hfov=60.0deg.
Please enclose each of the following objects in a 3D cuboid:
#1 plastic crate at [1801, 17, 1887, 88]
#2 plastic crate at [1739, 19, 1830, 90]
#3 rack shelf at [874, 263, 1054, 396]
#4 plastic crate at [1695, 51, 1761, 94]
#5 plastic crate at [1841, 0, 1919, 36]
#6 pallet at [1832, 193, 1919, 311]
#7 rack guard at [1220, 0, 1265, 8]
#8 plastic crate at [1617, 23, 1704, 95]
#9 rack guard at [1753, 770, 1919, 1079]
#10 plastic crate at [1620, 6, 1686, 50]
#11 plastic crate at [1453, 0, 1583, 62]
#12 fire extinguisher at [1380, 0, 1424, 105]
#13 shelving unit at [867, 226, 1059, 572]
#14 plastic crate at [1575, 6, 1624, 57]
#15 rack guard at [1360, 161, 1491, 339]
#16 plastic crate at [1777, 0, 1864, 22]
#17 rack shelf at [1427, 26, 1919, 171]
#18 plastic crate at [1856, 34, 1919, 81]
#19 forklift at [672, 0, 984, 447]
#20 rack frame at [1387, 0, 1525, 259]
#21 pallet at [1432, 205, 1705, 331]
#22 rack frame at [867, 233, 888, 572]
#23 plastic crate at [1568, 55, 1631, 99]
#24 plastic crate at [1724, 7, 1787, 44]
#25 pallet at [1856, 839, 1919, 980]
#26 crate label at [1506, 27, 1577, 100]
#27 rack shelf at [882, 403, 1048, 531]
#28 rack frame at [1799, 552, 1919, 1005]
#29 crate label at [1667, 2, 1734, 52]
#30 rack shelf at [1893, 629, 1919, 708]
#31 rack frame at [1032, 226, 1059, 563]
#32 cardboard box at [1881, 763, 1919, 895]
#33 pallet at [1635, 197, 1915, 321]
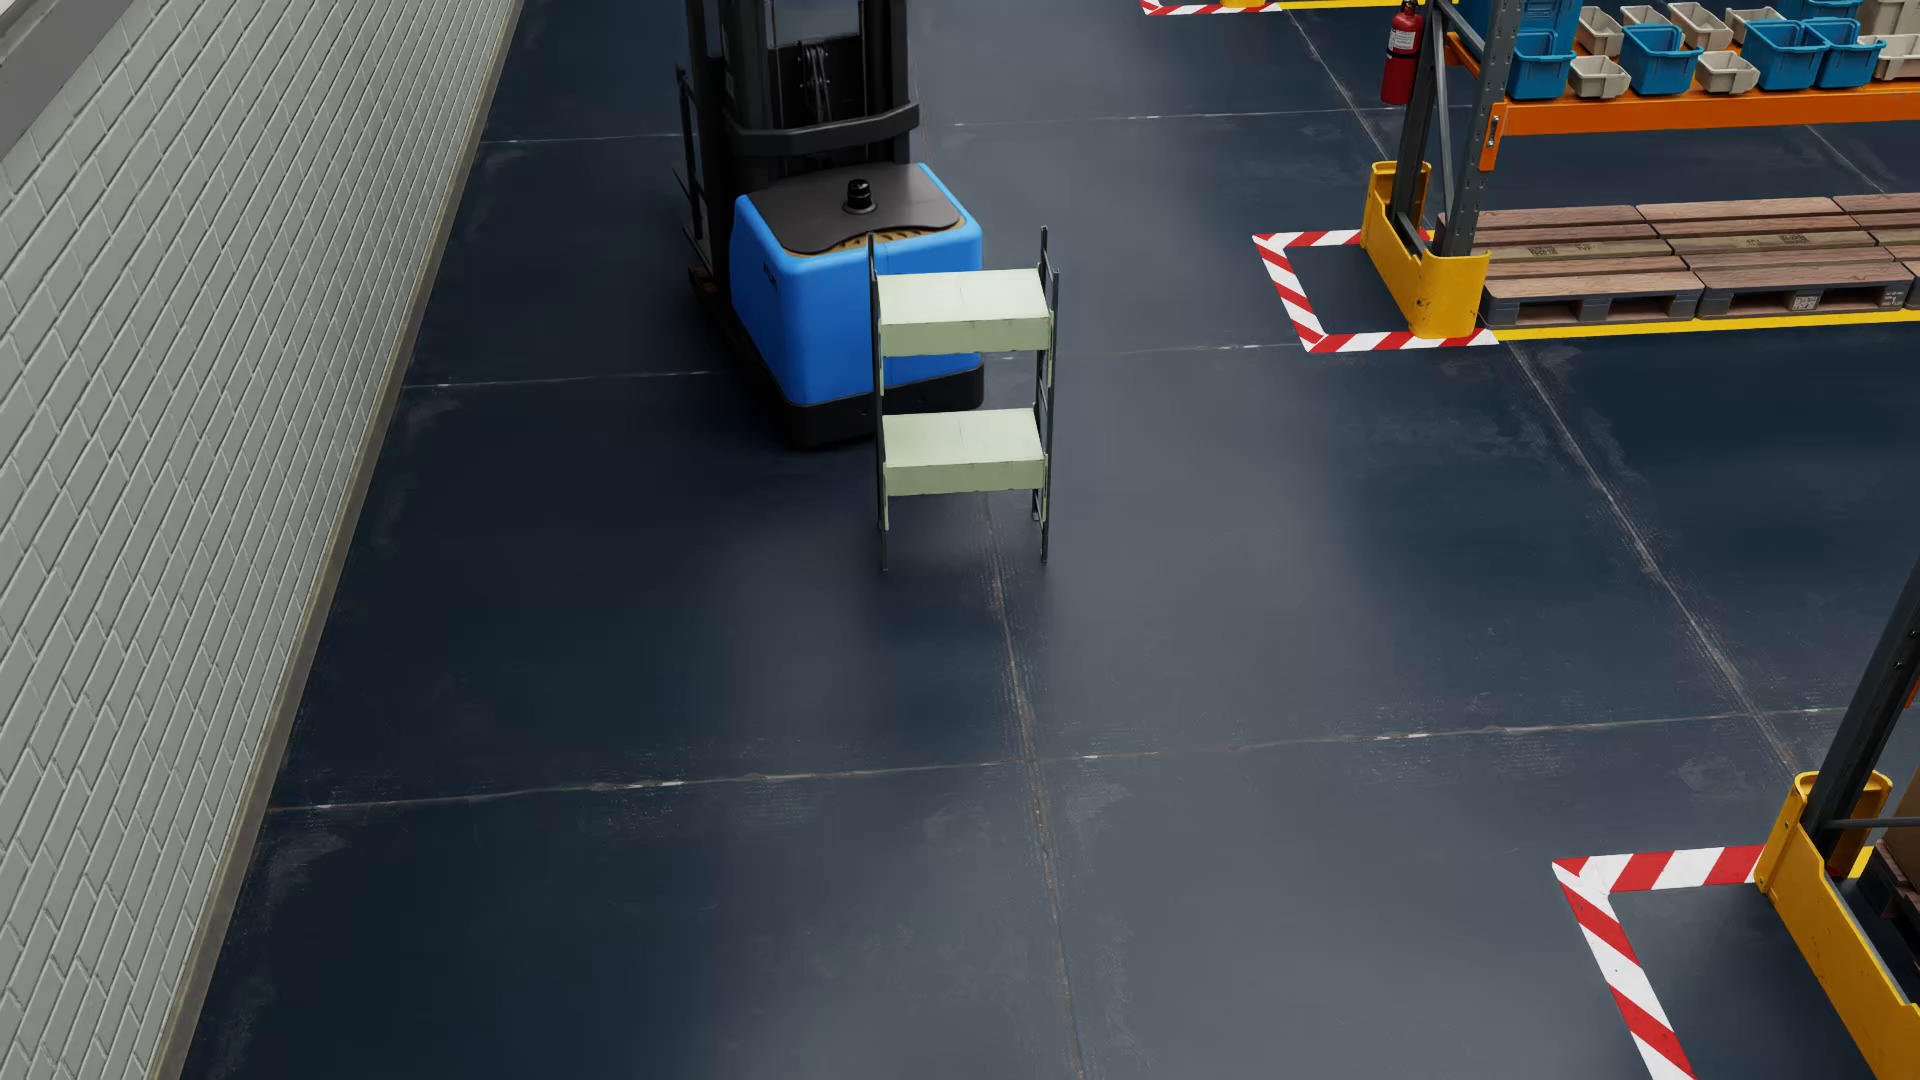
[{"bbox_3d":[4.532,-2.515,8.602,0.300,0.233,0.416,-3,38,-4],"label":"plastic crate"},{"bbox_3d":[4.233,-2.498,8.581,0.300,0.233,0.416,-3,38,-4],"label":"plastic crate"},{"bbox_3d":[0.007,-0.896,7.044,0.720,0.370,0.431,-3,38,-4],"label":"rack shelf"},{"bbox_3d":[3.924,-2.392,8.524,0.298,0.136,0.250,-3,38,-4],"label":"plastic crate"},{"bbox_3d":[5.094,-2.884,9.031,0.530,0.282,0.437,-3,38,-4],"label":"plastic crate"},{"bbox_3d":[5.902,-1.718,9.757,1.213,0.211,1.003,-3,38,-4],"label":"pallet"},{"bbox_3d":[2.184,-4.731,13.342,0.348,0.500,1.175,-3,38,-4],"label":"rack guard"},{"bbox_3d":[3.578,-2.462,8.535,0.300,0.233,0.416,-3,38,-4],"label":"plastic crate"},{"bbox_3d":[3.158,1.376,5.603,0.348,0.500,1.175,-3,38,-4],"label":"rack guard"},{"bbox_3d":[3.733,-2.741,8.967,0.243,0.136,0.396,-3,38,-4],"label":"plastic crate"},{"bbox_3d":[2.964,-2.829,8.837,0.499,0.435,0.616,-3,38,-4],"label":"plastic crate"},{"bbox_3d":[2.456,-2.753,9.181,0.183,0.674,0.296,-3,38,-4],"label":"fire extinguisher"},{"bbox_3d":[0.007,-0.589,7.286,0.755,1.500,0.431,-3,38,-4],"label":"shelving unit"},{"bbox_3d":[3.443,-2.734,8.958,0.243,0.136,0.396,-3,38,-4],"label":"plastic crate"},{"bbox_3d":[2.624,-1.667,9.459,0.348,0.500,1.175,-3,38,-4],"label":"rack guard"},{"bbox_3d":[4.670,-2.886,9.073,0.300,0.233,0.416,-3,38,-4],"label":"plastic crate"},{"bbox_3d":[4.639,-2.485,9.059,4.000,0.370,1.077,-3,38,-4],"label":"rack shelf"},{"bbox_3d":[4.923,-2.516,8.682,0.466,0.136,0.293,-3,38,-4],"label":"plastic crate"},{"bbox_3d":[-0.904,-2.526,8.585,1.130,2.935,3.031,-14,40,-17],"label":"forklift"},{"bbox_3d":[2.647,-2.658,8.697,0.127,3.000,1.000,-3,38,-4],"label":"rack frame"},{"bbox_3d":[3.472,-1.584,9.587,1.213,0.211,1.003,-3,38,-4],"label":"pallet"},{"bbox_3d":[-0.358,-0.569,7.260,0.023,1.500,0.400,-3,38,-4],"label":"rack frame"},{"bbox_3d":[3.249,-2.355,8.477,0.298,0.136,0.250,-3,38,-4],"label":"plastic crate"},{"bbox_3d":[4.302,-2.799,9.041,0.250,0.136,0.298,-3,38,-4],"label":"plastic crate"},{"bbox_3d":[3.952,1.445,5.748,1.213,0.211,1.003,-3,38,-4],"label":"pallet"},{"bbox_3d":[2.922,-2.426,8.490,0.303,0.233,0.416,-3,38,-4],"label":"crate label"},{"bbox_3d":[0.007,-0.333,7.488,0.720,0.370,0.431,-3,38,-4],"label":"rack shelf"},{"bbox_3d":[3.082,0.399,4.823,0.127,3.000,1.000,-3,38,-4],"label":"rack frame"},{"bbox_3d":[4.008,-2.771,9.005,0.243,0.136,0.396,-3,38,-4],"label":"crate label"},{"bbox_3d":[5.074,0.571,5.185,4.000,0.370,1.077,-3,38,-4],"label":"rack shelf"},{"bbox_3d":[0.371,-0.609,7.311,0.023,1.500,0.400,-3,38,-4],"label":"rack frame"},{"bbox_3d":[3.602,1.026,5.692,0.500,0.500,0.500,-3,38,-4],"label":"cardboard box"},{"bbox_3d":[4.684,-1.649,9.670,1.213,0.211,1.003,-3,38,-4],"label":"pallet"}]
